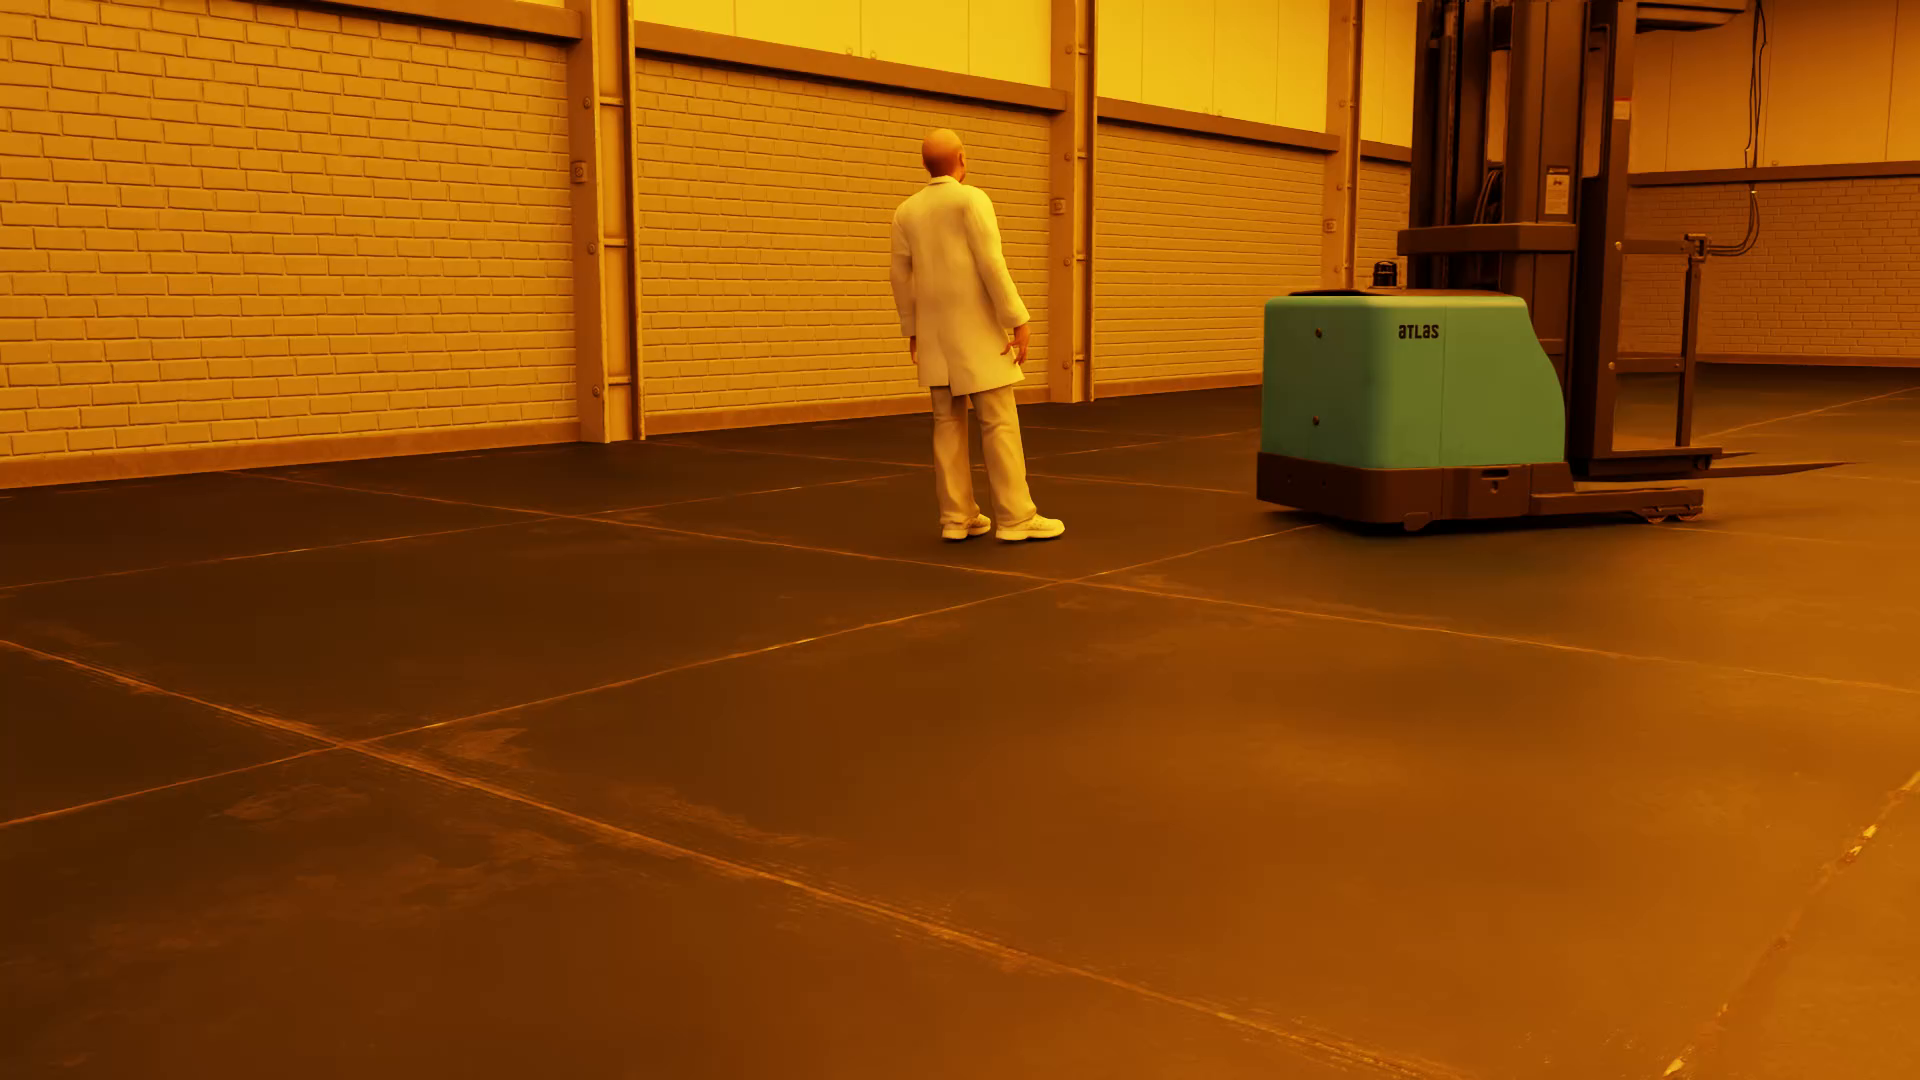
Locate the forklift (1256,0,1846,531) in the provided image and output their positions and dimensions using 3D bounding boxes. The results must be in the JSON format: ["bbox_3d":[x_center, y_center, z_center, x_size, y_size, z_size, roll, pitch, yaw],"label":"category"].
[{"bbox_3d":[3.051,-1.597,8.195,3.031,2.935,1.130,-3,9,-20],"label":"forklift"}]

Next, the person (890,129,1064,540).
[{"bbox_3d":[0.060,-0.896,7.342,0.696,1.775,0.581,7,11,38],"label":"person"}]
